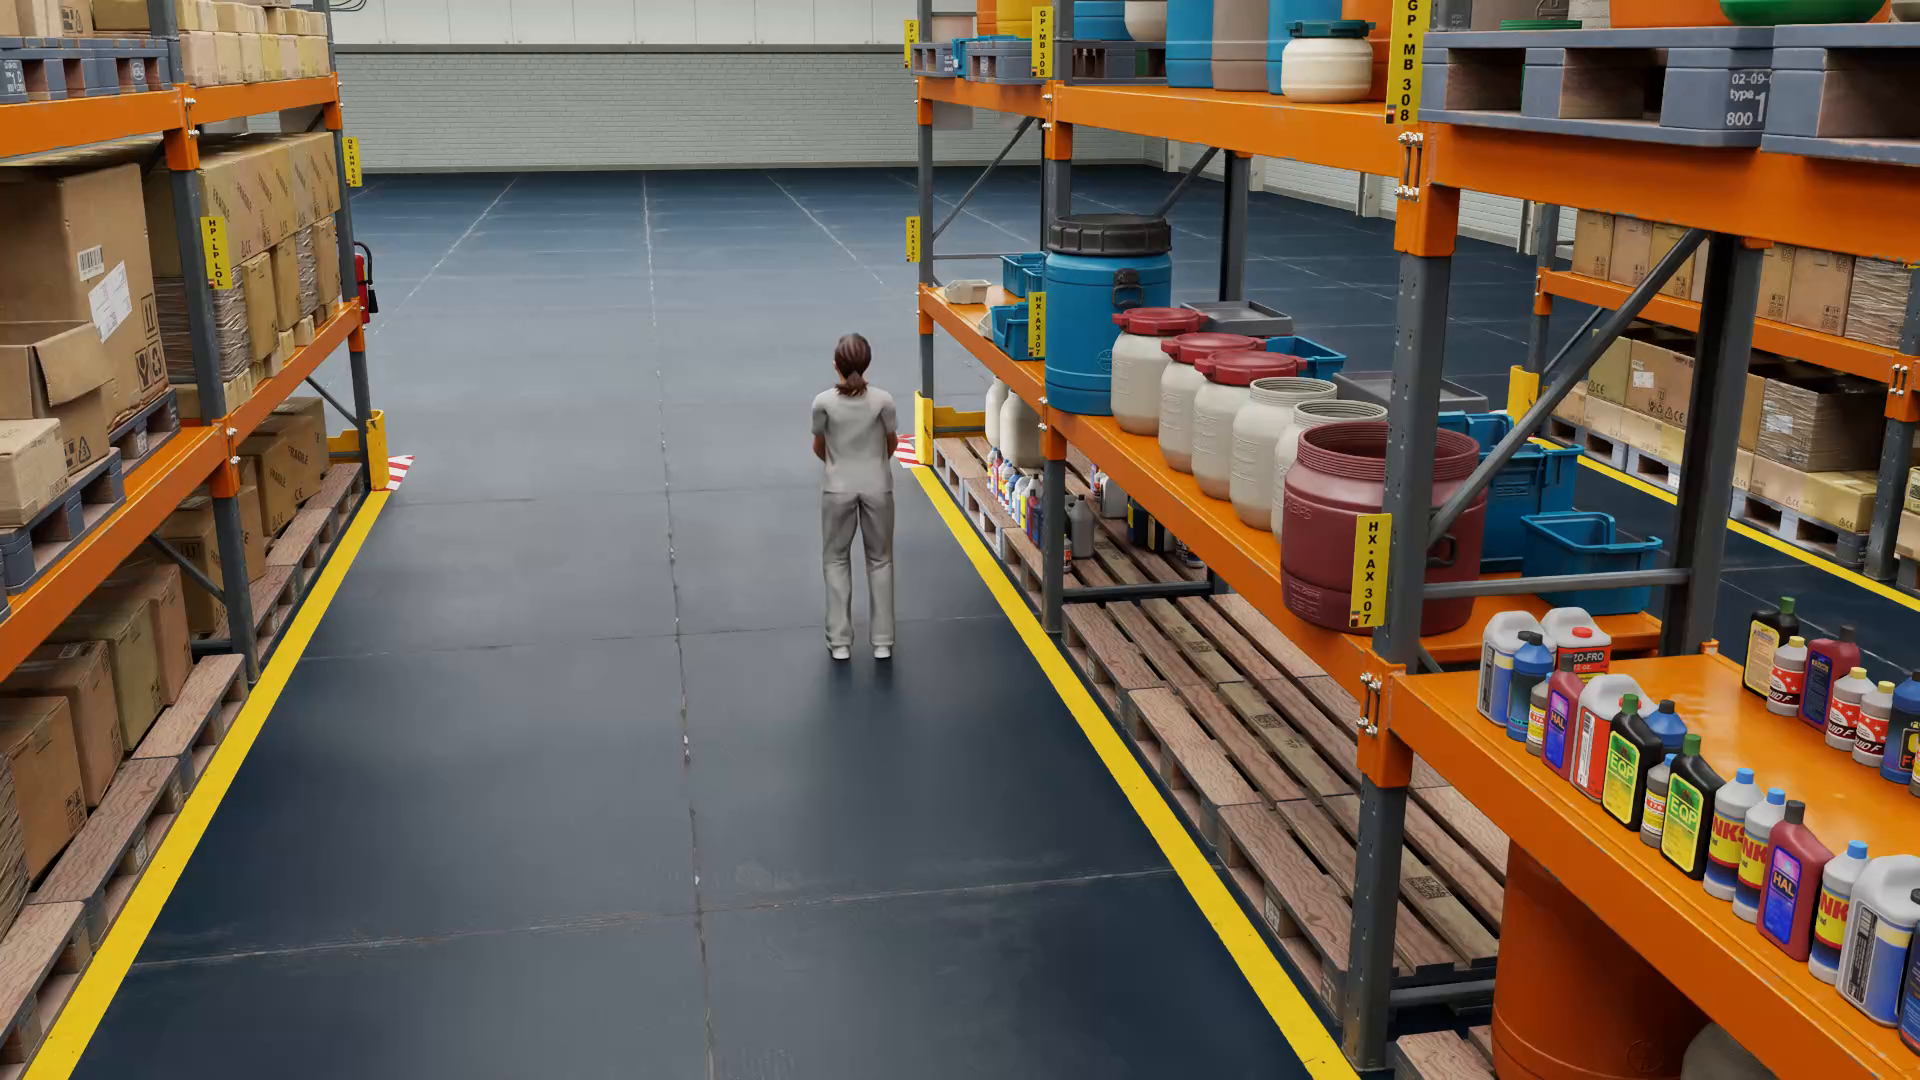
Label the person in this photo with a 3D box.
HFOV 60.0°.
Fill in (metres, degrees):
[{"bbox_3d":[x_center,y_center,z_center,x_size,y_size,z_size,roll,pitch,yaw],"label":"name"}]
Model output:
[{"bbox_3d":[-0.524,-0.232,8.358,0.438,1.654,0.559,-2,17,-6],"label":"person"}]
